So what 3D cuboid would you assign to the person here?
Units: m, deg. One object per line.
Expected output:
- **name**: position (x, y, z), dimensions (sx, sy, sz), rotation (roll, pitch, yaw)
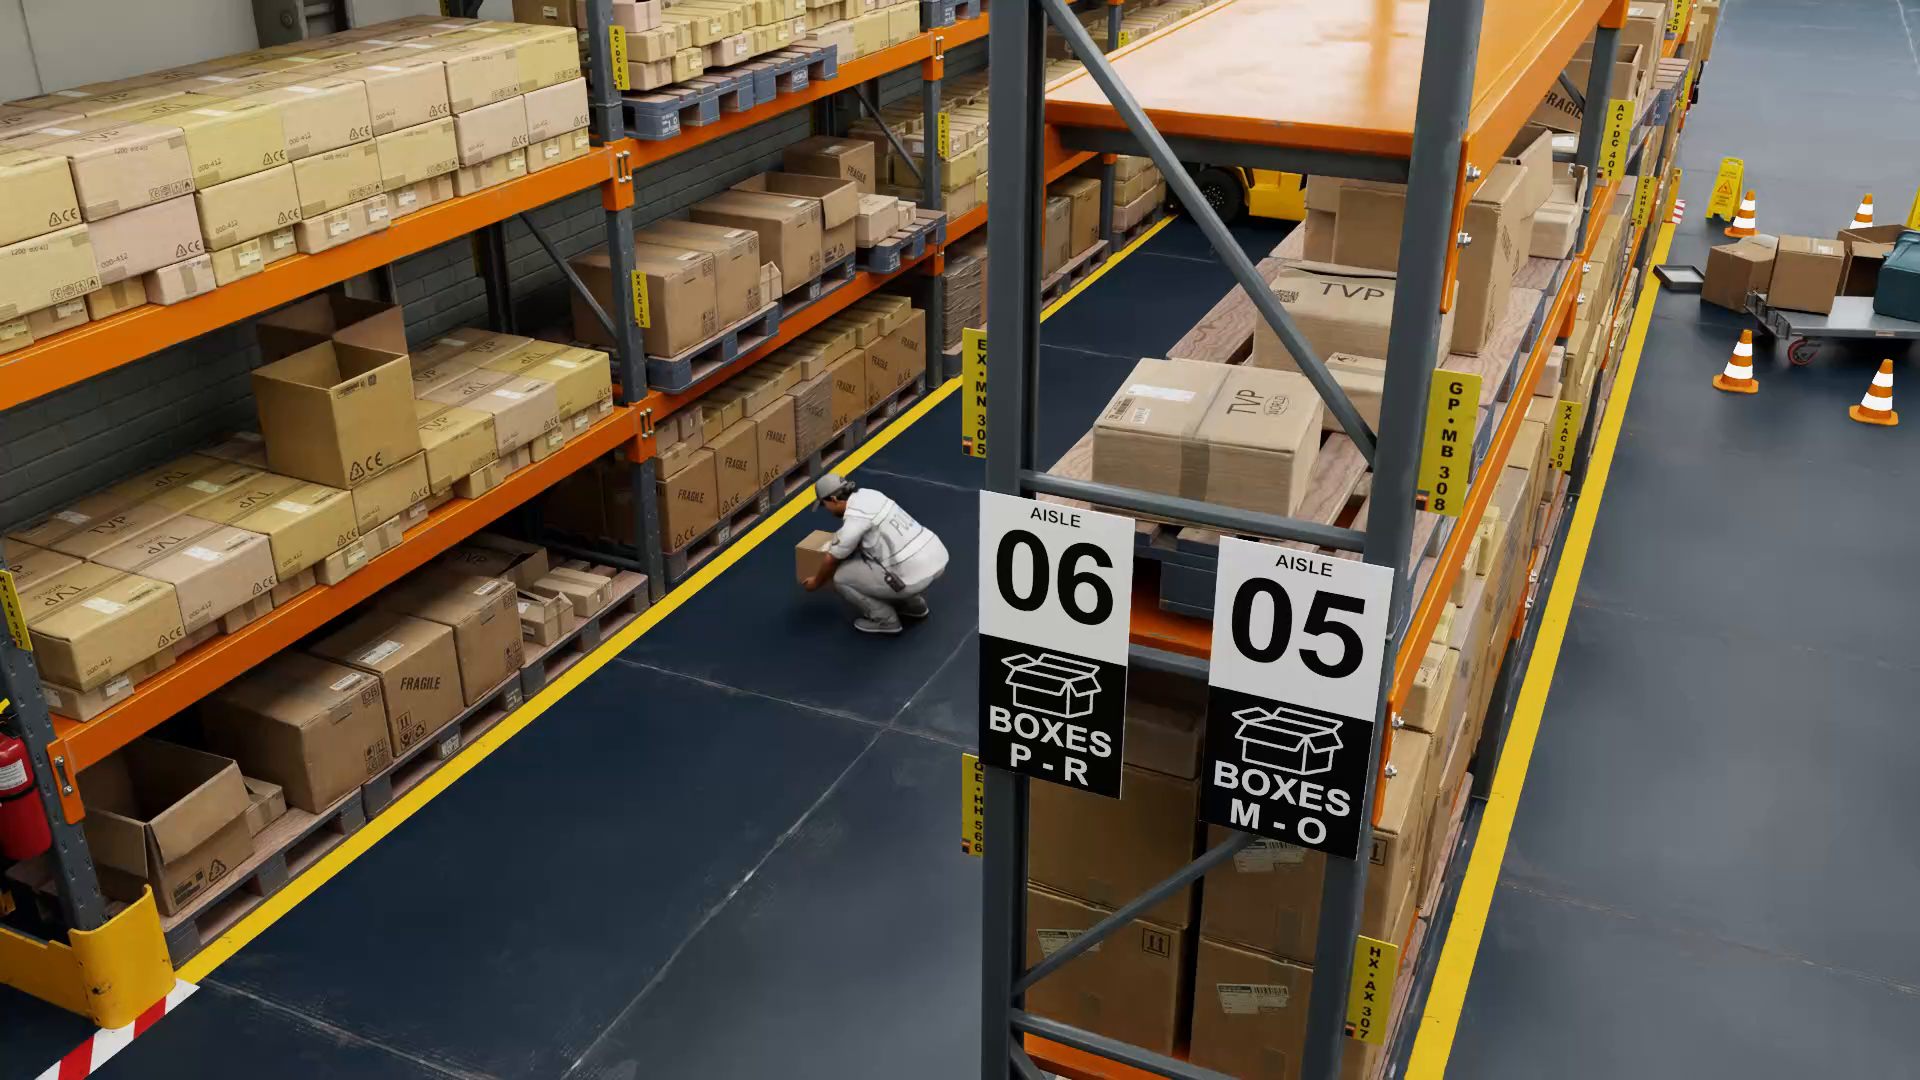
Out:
- **person**: position (-0.500, 0.062, 9.825), dimensions (0.845, 0.937, 0.518), rotation (11, 29, 22)
